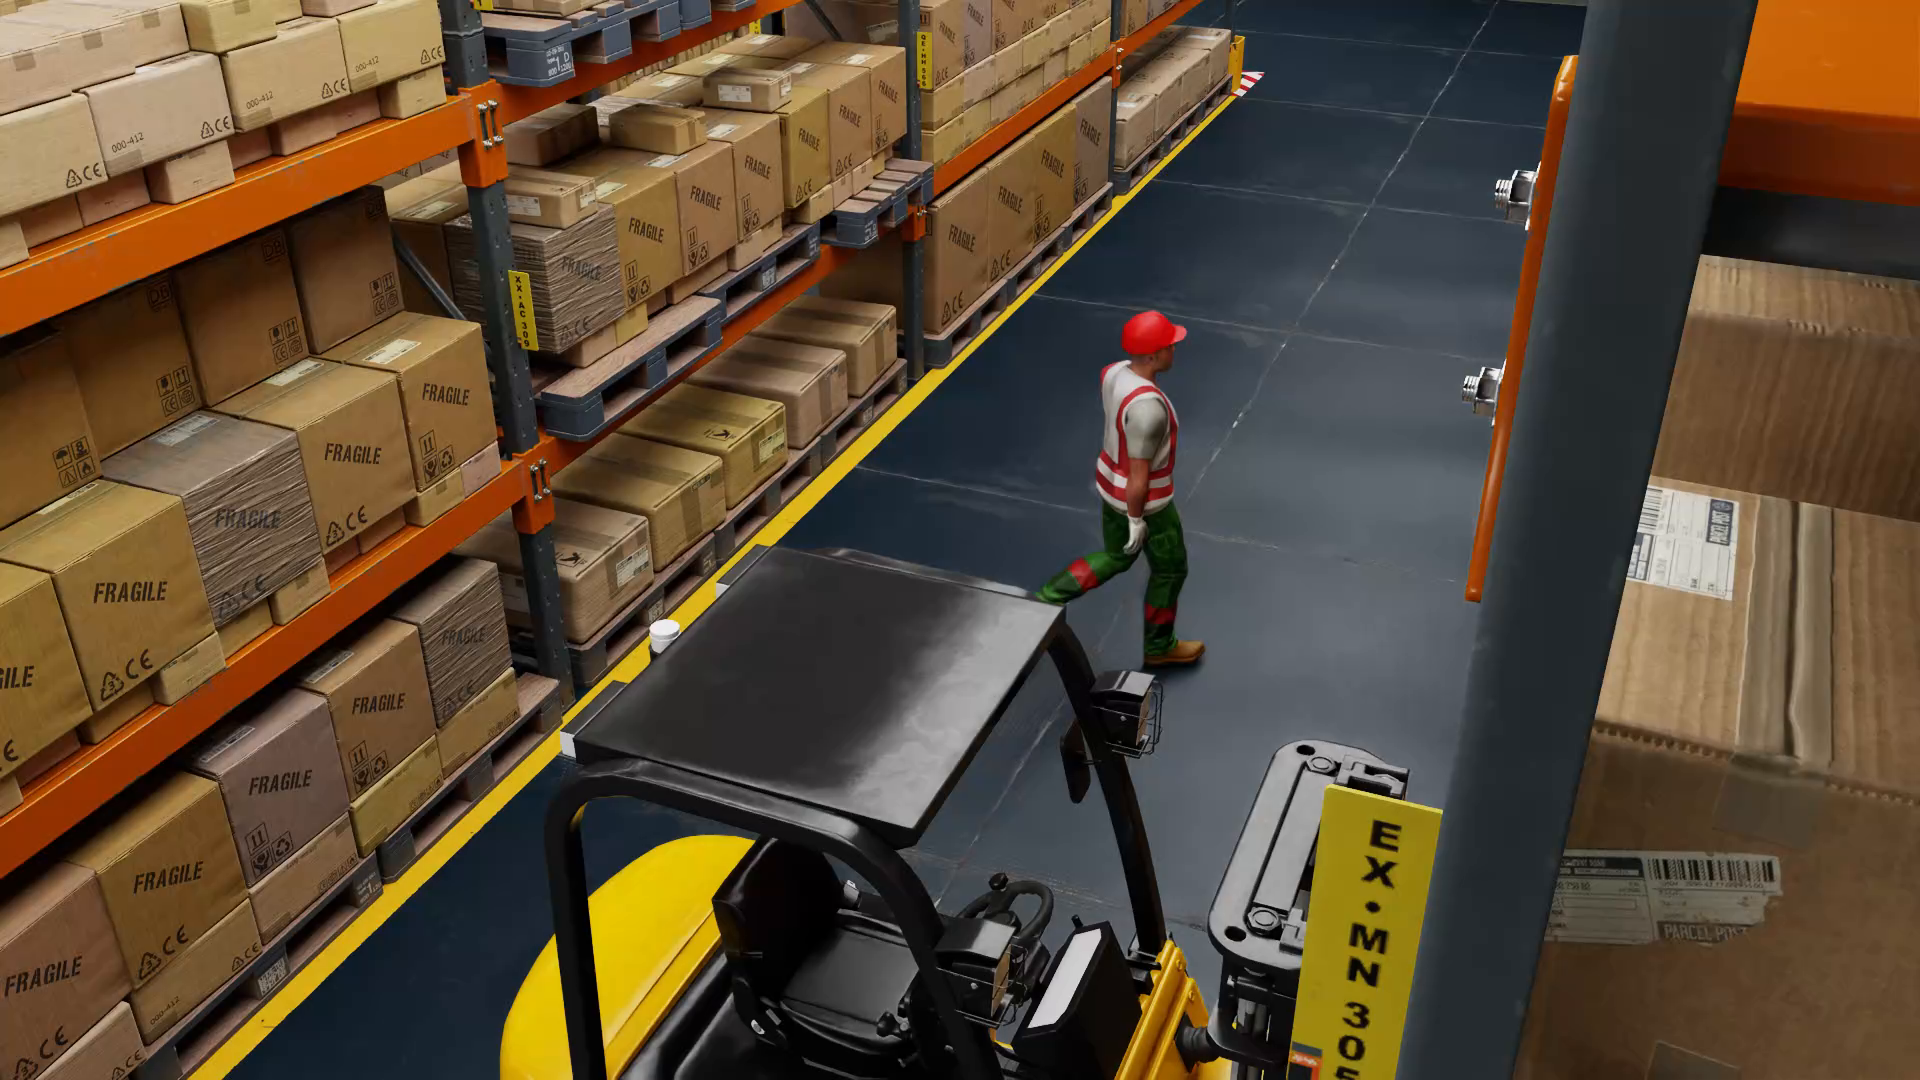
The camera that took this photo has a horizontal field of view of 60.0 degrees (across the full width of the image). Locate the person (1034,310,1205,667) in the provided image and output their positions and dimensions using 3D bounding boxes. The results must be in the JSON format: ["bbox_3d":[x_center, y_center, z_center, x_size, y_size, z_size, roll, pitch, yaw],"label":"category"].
[{"bbox_3d":[0.731,-0.198,7.438,0.855,1.764,0.539,-8,30,-14],"label":"person"}]
